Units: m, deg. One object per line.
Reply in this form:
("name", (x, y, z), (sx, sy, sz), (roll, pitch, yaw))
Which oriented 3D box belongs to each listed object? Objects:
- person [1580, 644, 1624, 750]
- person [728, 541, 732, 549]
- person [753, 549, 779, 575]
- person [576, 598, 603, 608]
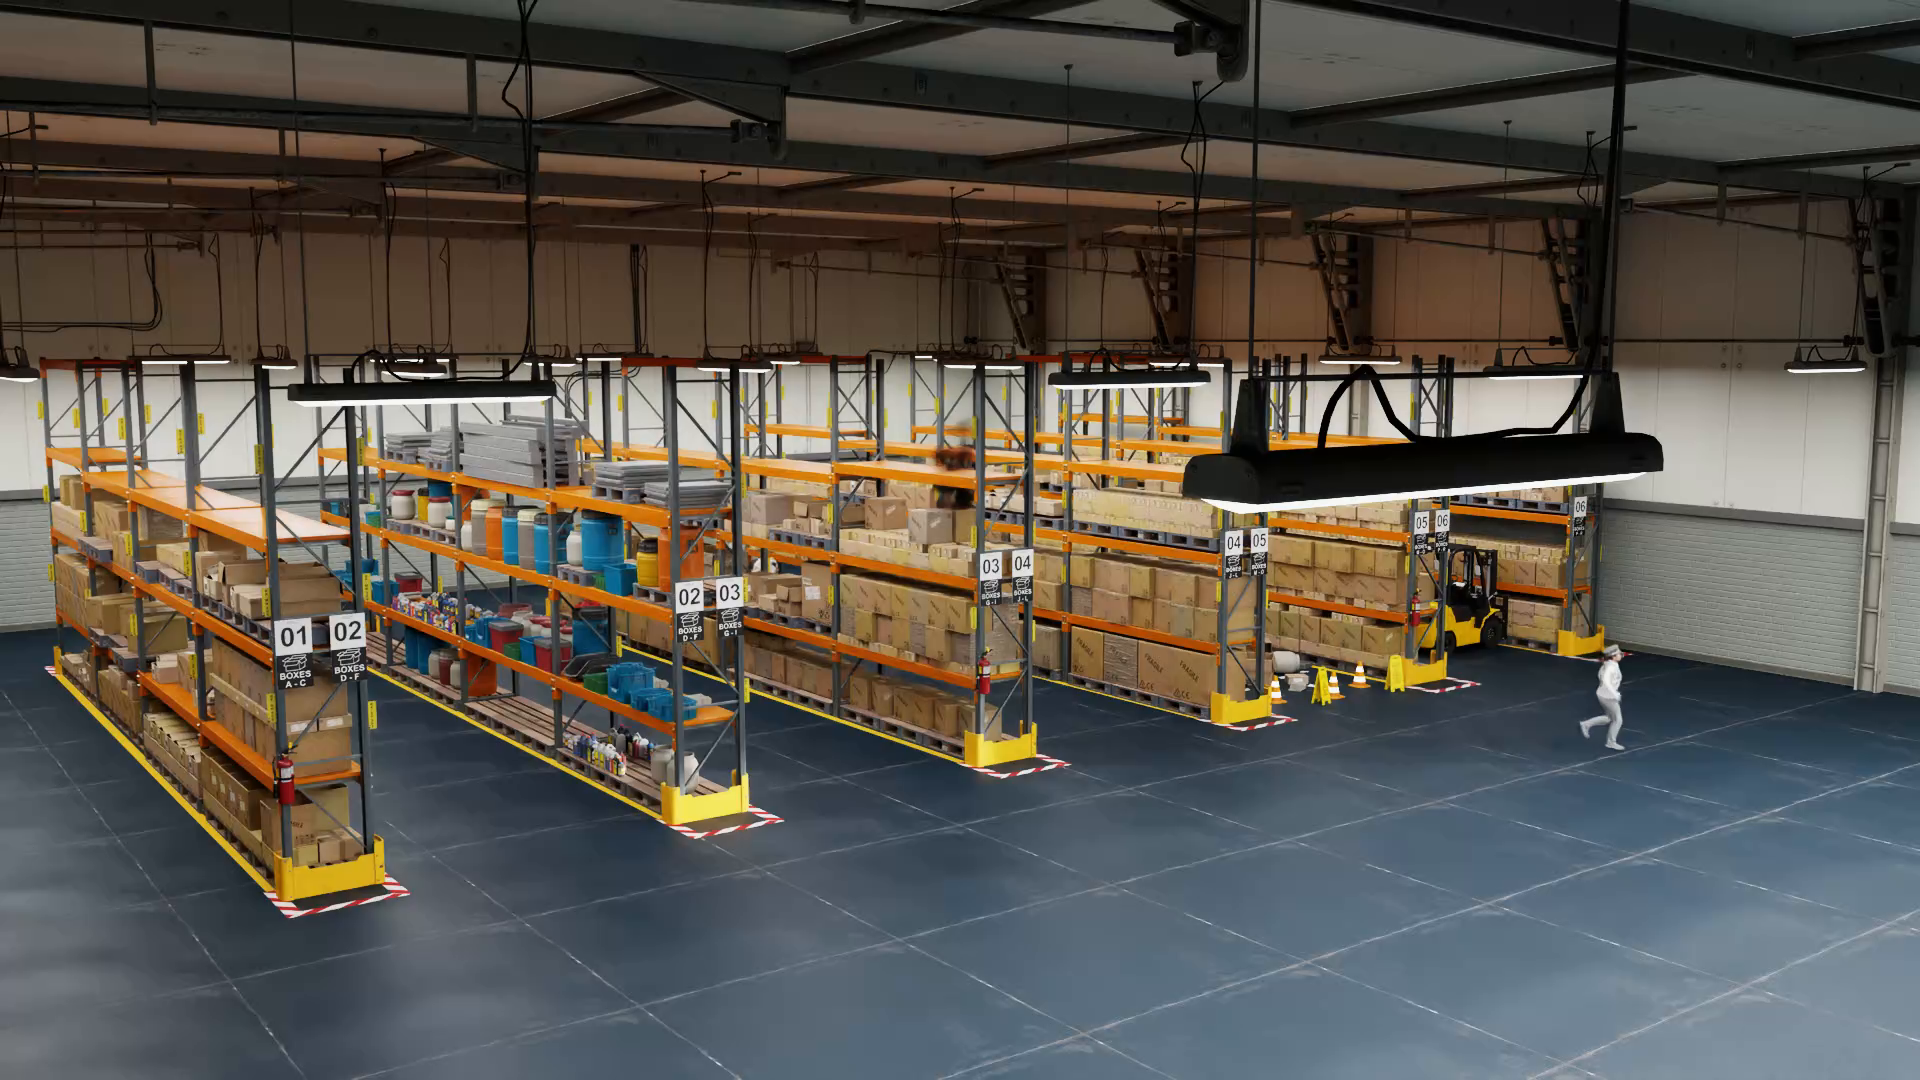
("person", (10.096, 2.436, 25.748), (0.449, 1.668, 0.642), (2, 7, 13))
("person", (-5.632, 0.556, 41.664), (0.721, 1.616, 0.633), (-3, 8, -24))
("person", (-4.275, 1.047, 36.951), (0.686, 1.855, 0.753), (-4, 8, -29))
("person", (-6.909, 1.733, 31.330), (0.638, 1.679, 0.564), (-5, 9, -38))
